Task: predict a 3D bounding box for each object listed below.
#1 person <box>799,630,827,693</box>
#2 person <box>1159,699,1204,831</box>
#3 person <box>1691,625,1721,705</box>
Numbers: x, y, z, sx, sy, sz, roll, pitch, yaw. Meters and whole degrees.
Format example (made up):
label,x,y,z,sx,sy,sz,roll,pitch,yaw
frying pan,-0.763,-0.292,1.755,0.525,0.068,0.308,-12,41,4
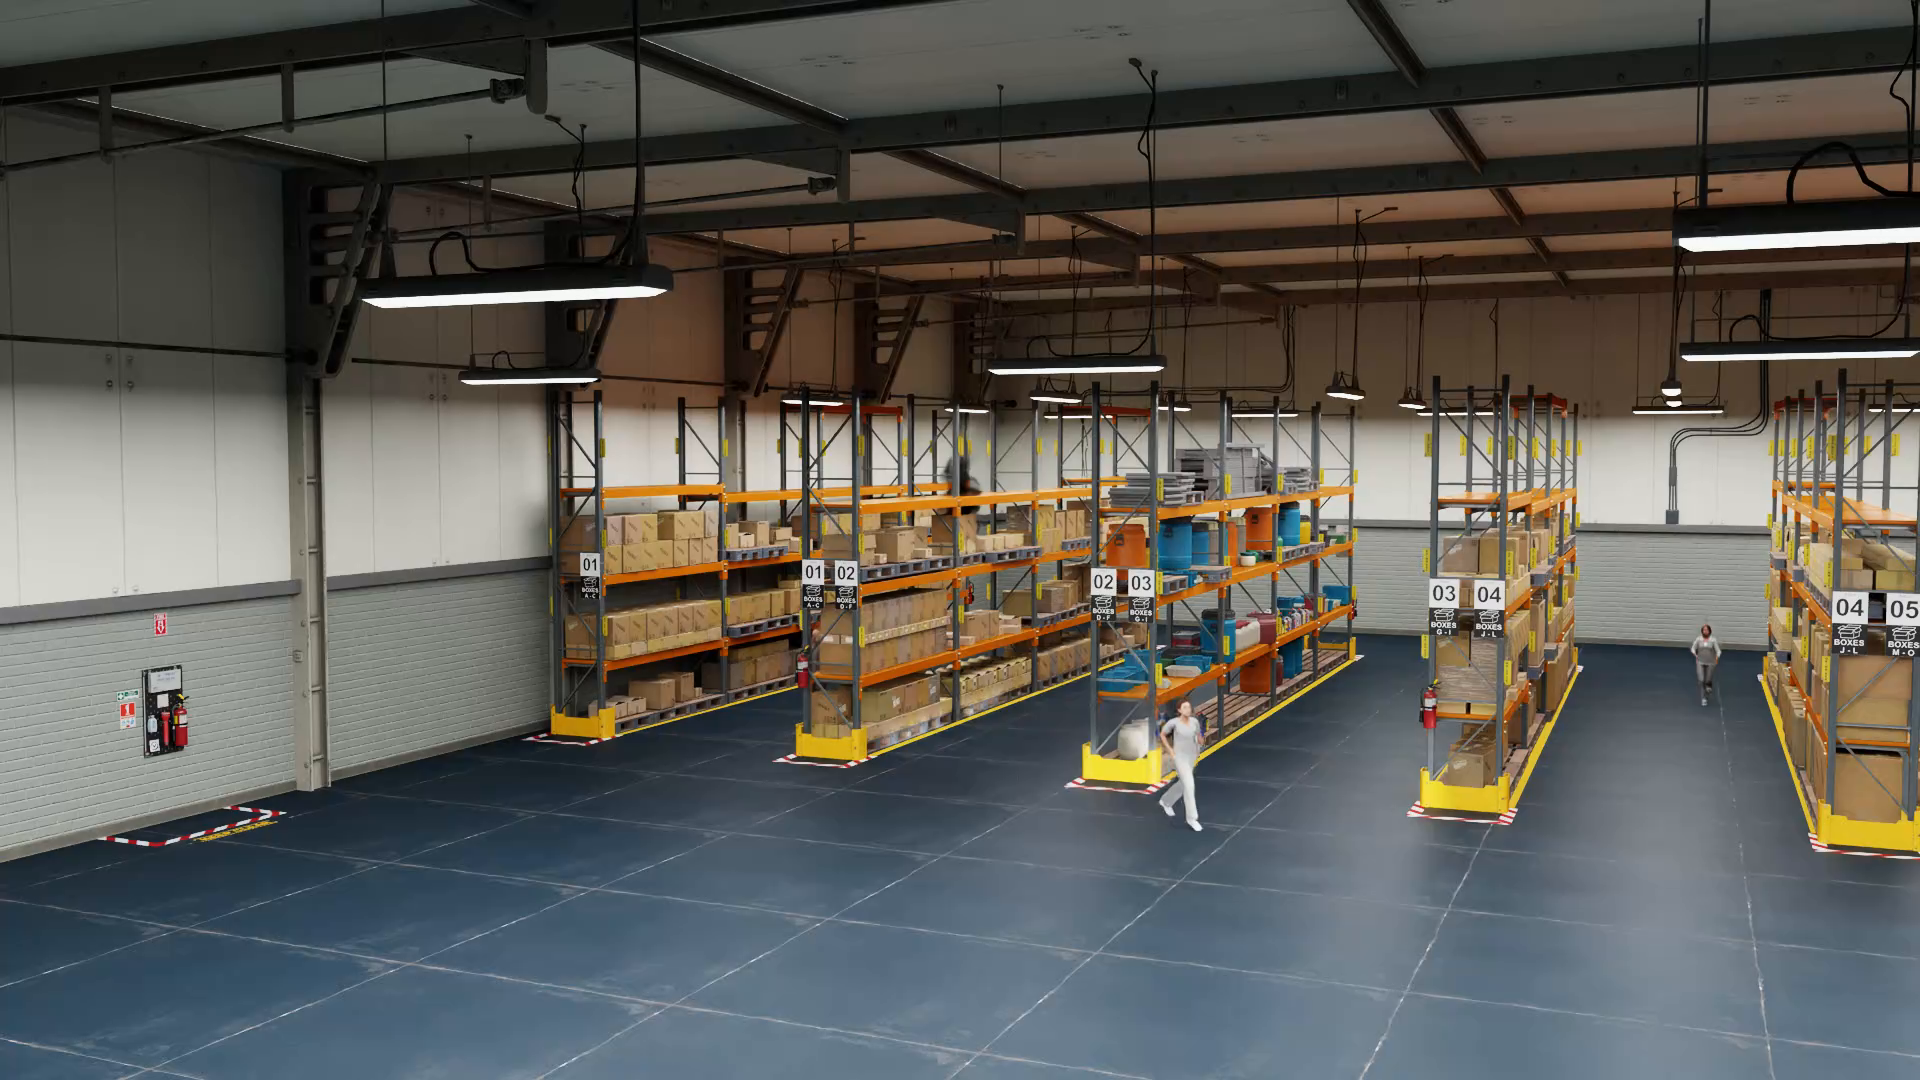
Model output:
label,x,y,z,sx,sy,sz,roll,pitch,yaw
person,-2.603,2.486,30.030,0.709,1.737,0.640,1,3,10
person,2.975,2.941,22.122,0.553,1.691,0.896,-2,4,-31
person,14.605,2.436,32.584,0.540,1.563,0.562,2,4,28
